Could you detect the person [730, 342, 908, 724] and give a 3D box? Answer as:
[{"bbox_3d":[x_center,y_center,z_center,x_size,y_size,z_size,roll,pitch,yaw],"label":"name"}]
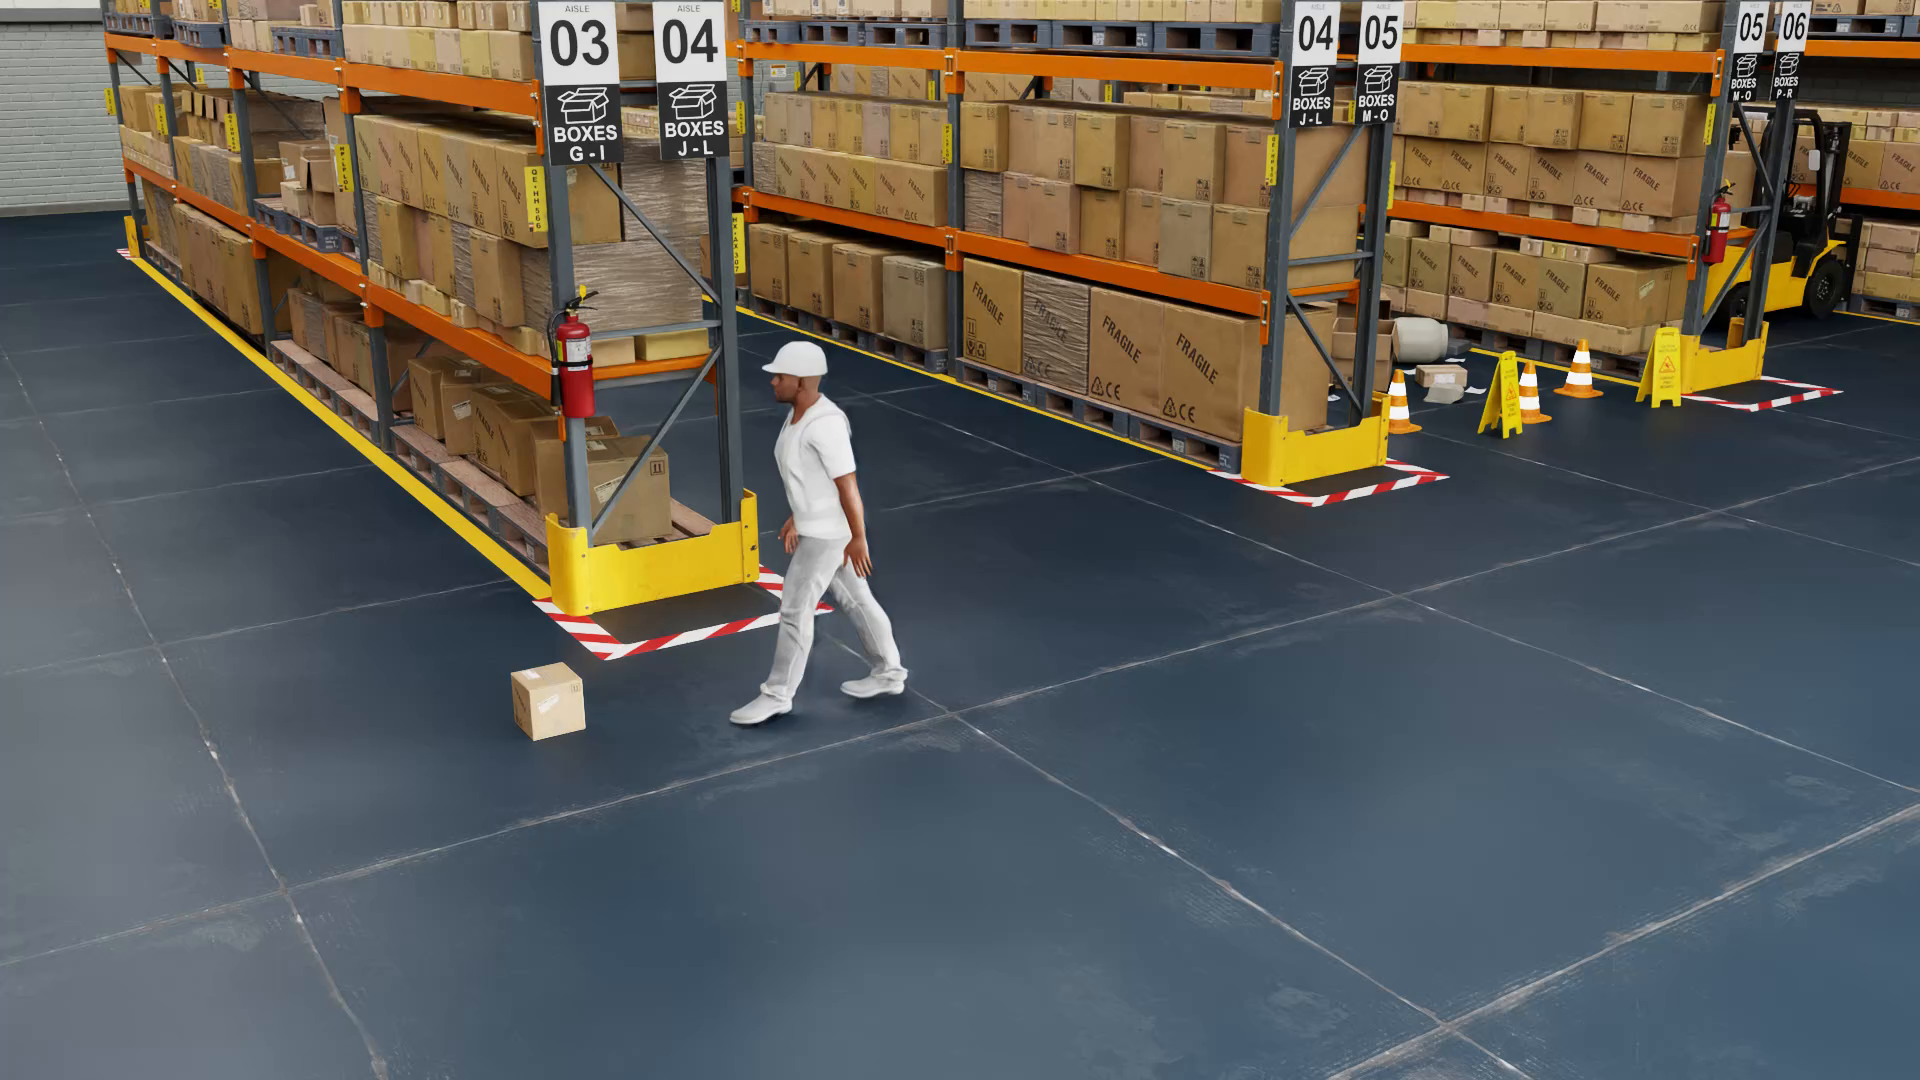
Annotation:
[{"bbox_3d":[-0.672,-0.057,7.673,0.856,1.735,0.604,-3,18,-9],"label":"person"}]
